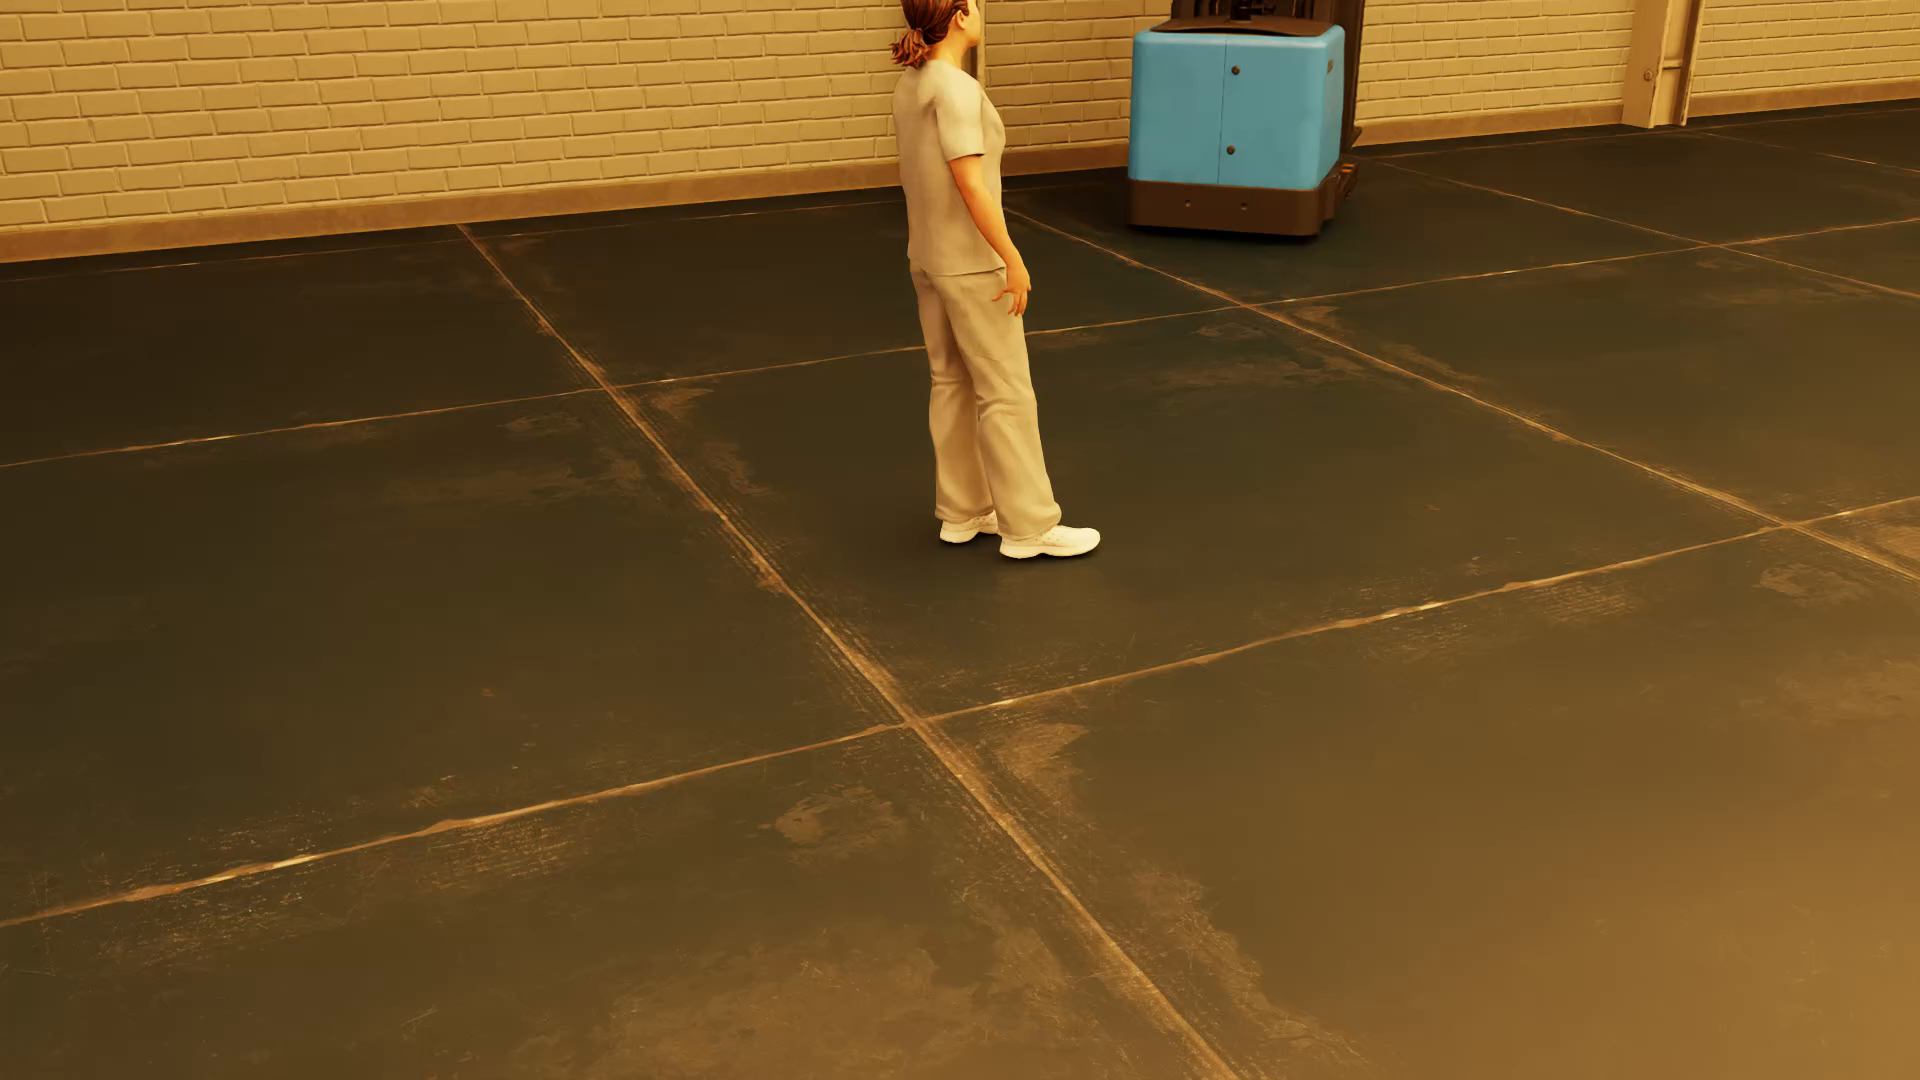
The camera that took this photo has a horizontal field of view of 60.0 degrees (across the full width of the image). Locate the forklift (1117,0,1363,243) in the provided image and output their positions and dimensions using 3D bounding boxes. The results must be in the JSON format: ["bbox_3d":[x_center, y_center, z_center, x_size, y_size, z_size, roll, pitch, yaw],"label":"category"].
[{"bbox_3d":[1.799,-3.443,9.575,1.130,2.935,3.031,7,24,17],"label":"forklift"}]

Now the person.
[{"bbox_3d":[0.073,-0.788,4.800,0.548,1.673,0.549,-10,25,-23],"label":"person"}]
